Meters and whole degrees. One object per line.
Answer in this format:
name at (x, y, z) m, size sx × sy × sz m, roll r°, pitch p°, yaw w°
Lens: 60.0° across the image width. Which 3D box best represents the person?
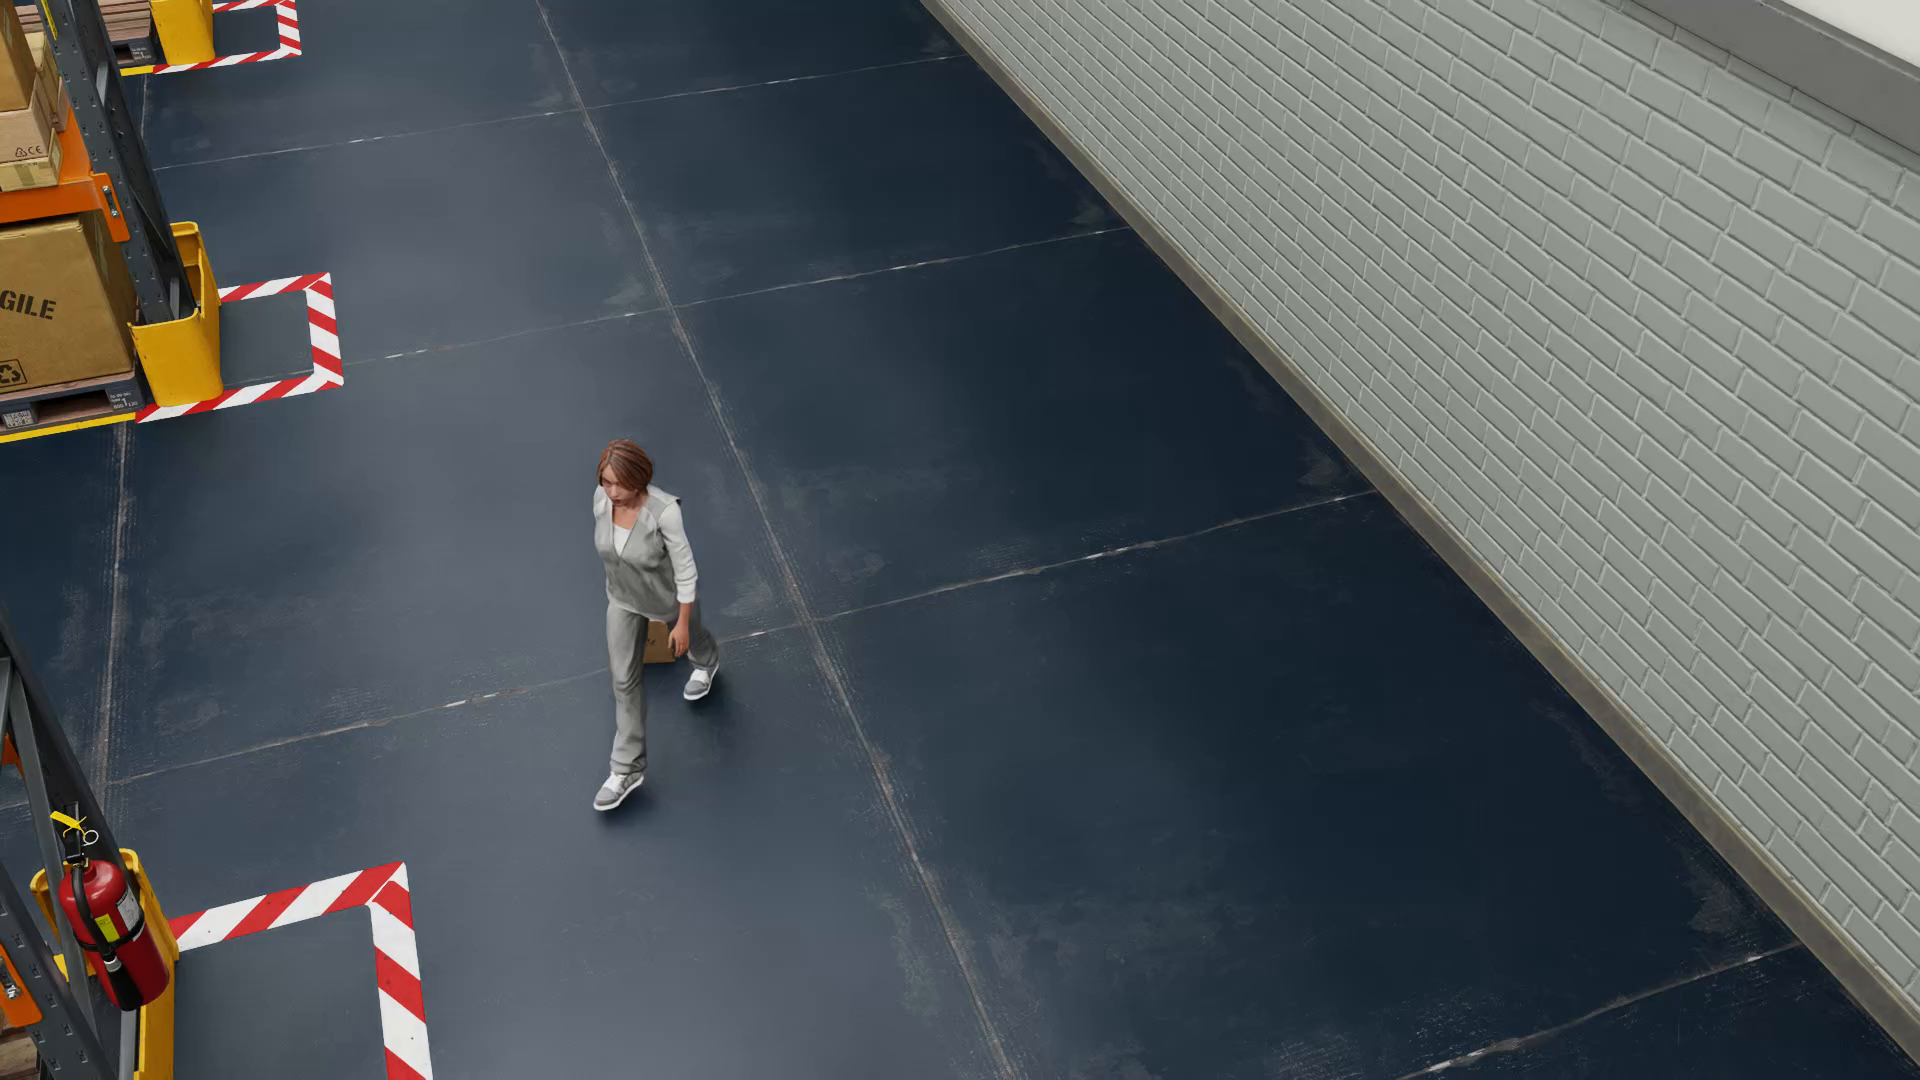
person at (-1.205, 0.230, 6.490) m, size 0.445 × 1.523 × 0.971 m, roll 9°, pitch 39°, yaw 11°
